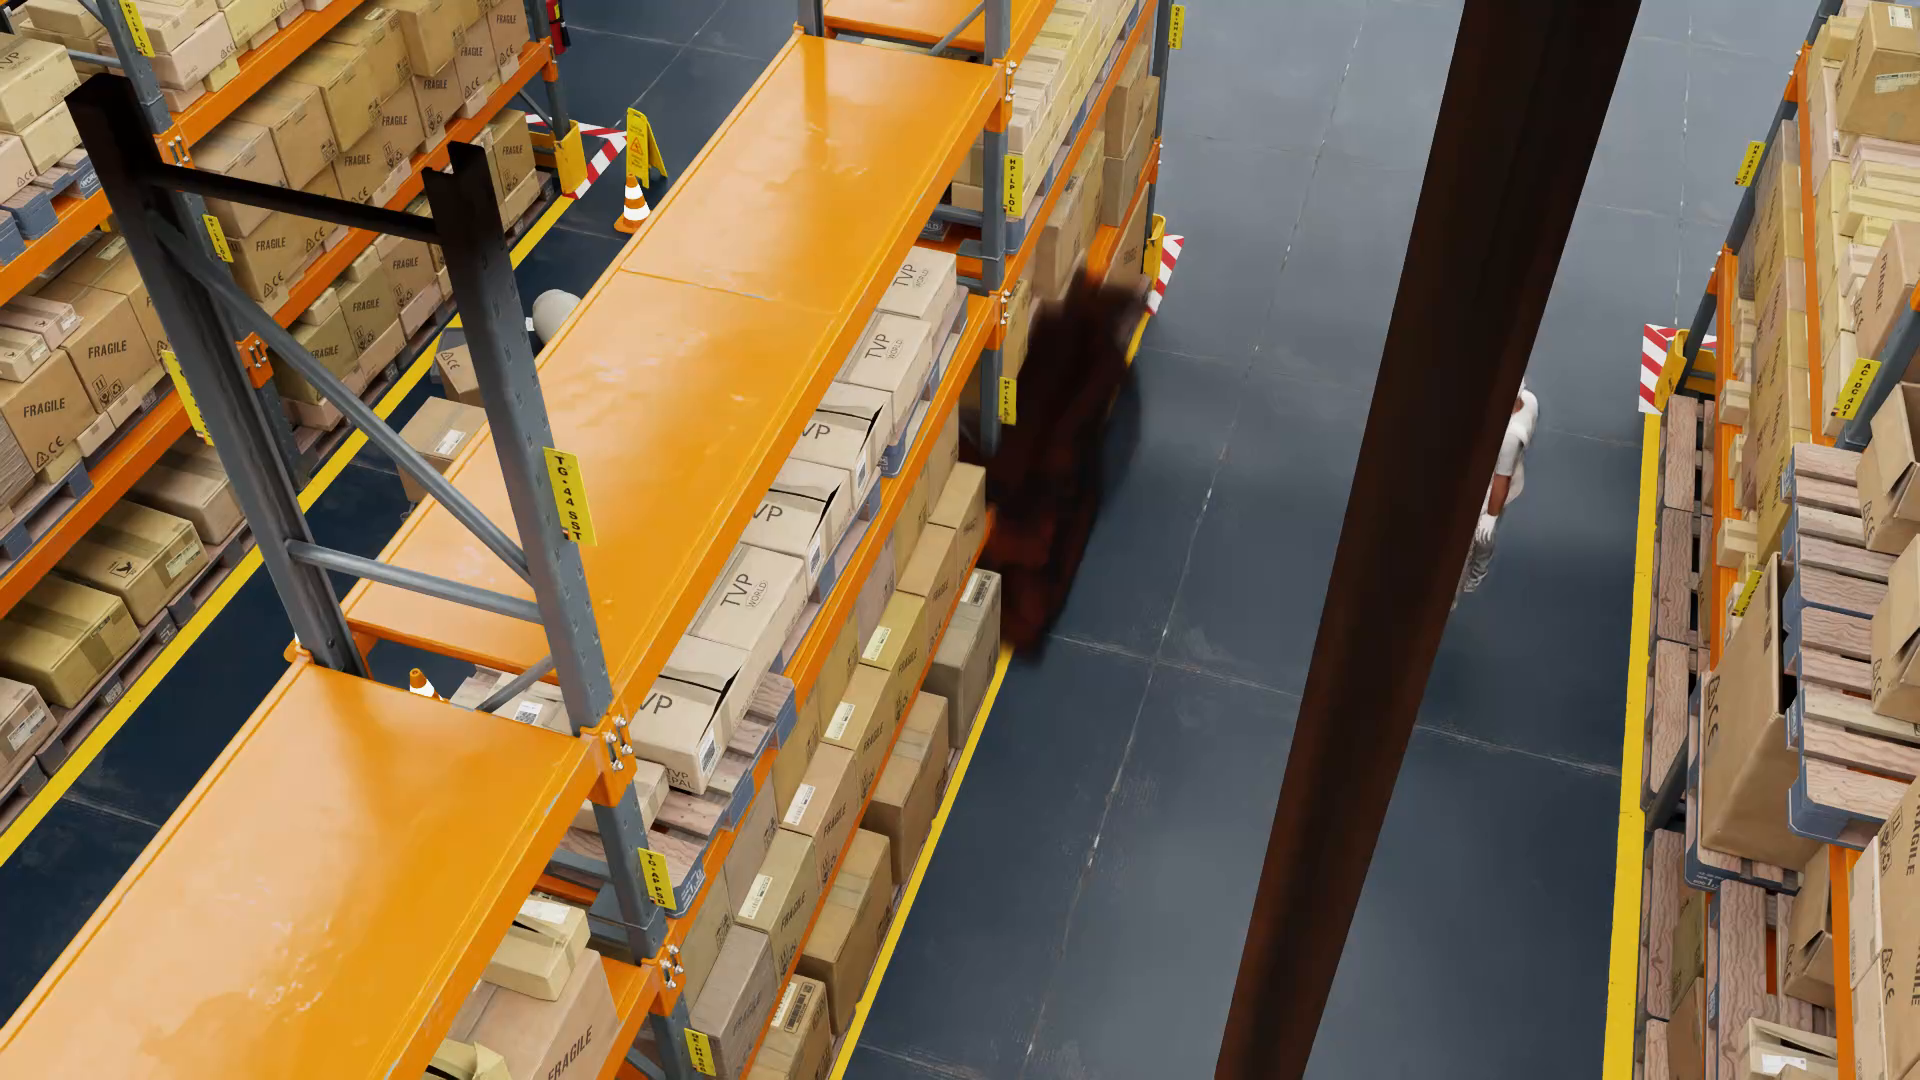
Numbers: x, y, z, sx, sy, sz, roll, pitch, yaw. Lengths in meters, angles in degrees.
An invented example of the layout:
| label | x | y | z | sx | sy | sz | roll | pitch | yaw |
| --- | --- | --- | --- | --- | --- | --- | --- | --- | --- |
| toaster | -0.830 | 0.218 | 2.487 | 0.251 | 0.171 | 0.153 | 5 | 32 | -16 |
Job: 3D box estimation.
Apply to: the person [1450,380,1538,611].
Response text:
| label | x | y | z | sx | sy | sz | roll | pitch | yaw |
| --- | --- | --- | --- | --- | --- | --- | --- | --- | --- |
| person | 3.095 | -0.306 | 9.810 | 0.606 | 1.826 | 0.547 | -30 | 53 | -26 |
